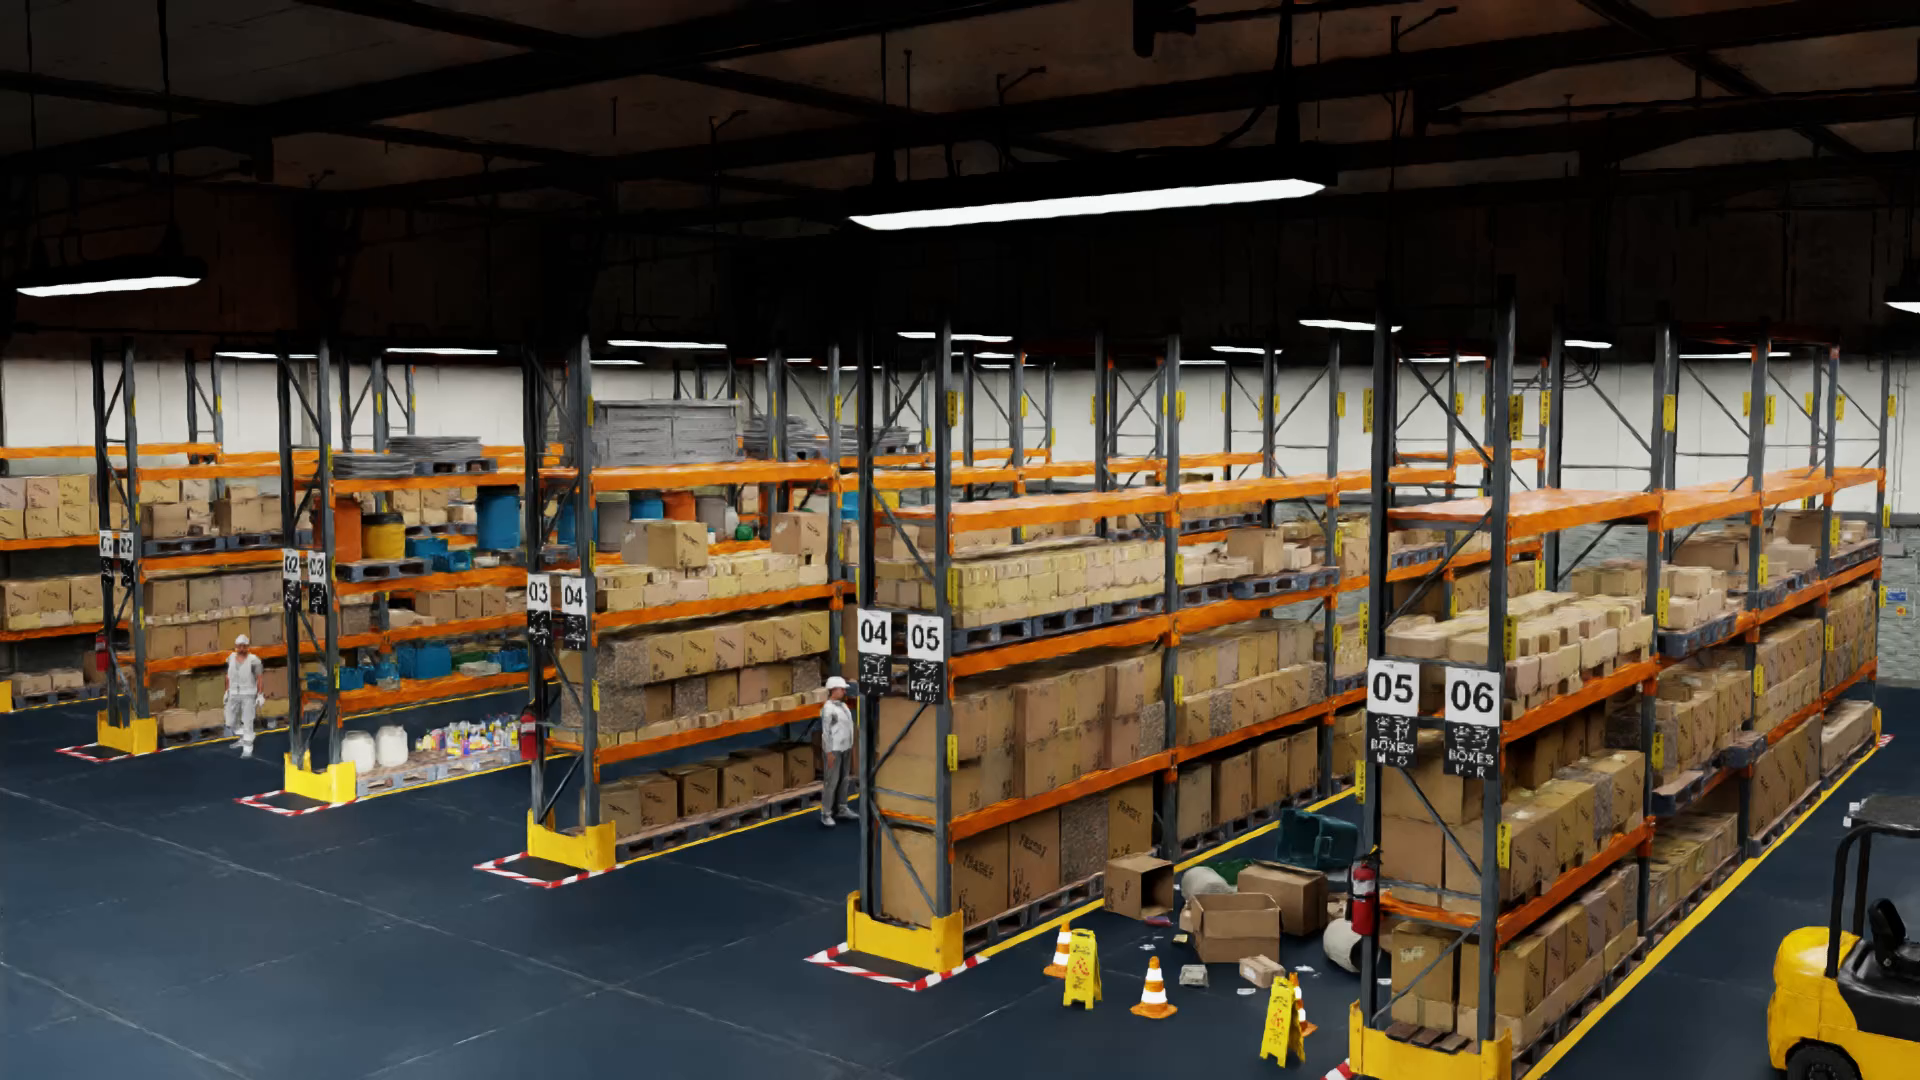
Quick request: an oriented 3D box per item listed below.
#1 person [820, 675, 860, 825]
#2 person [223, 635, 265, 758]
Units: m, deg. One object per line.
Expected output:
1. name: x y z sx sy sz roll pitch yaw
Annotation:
1. person: -1.463 2.517 20.070 0.398 1.769 0.623 2 5 19
2. person: -10.226 2.214 23.770 0.591 1.780 0.573 0 5 3
